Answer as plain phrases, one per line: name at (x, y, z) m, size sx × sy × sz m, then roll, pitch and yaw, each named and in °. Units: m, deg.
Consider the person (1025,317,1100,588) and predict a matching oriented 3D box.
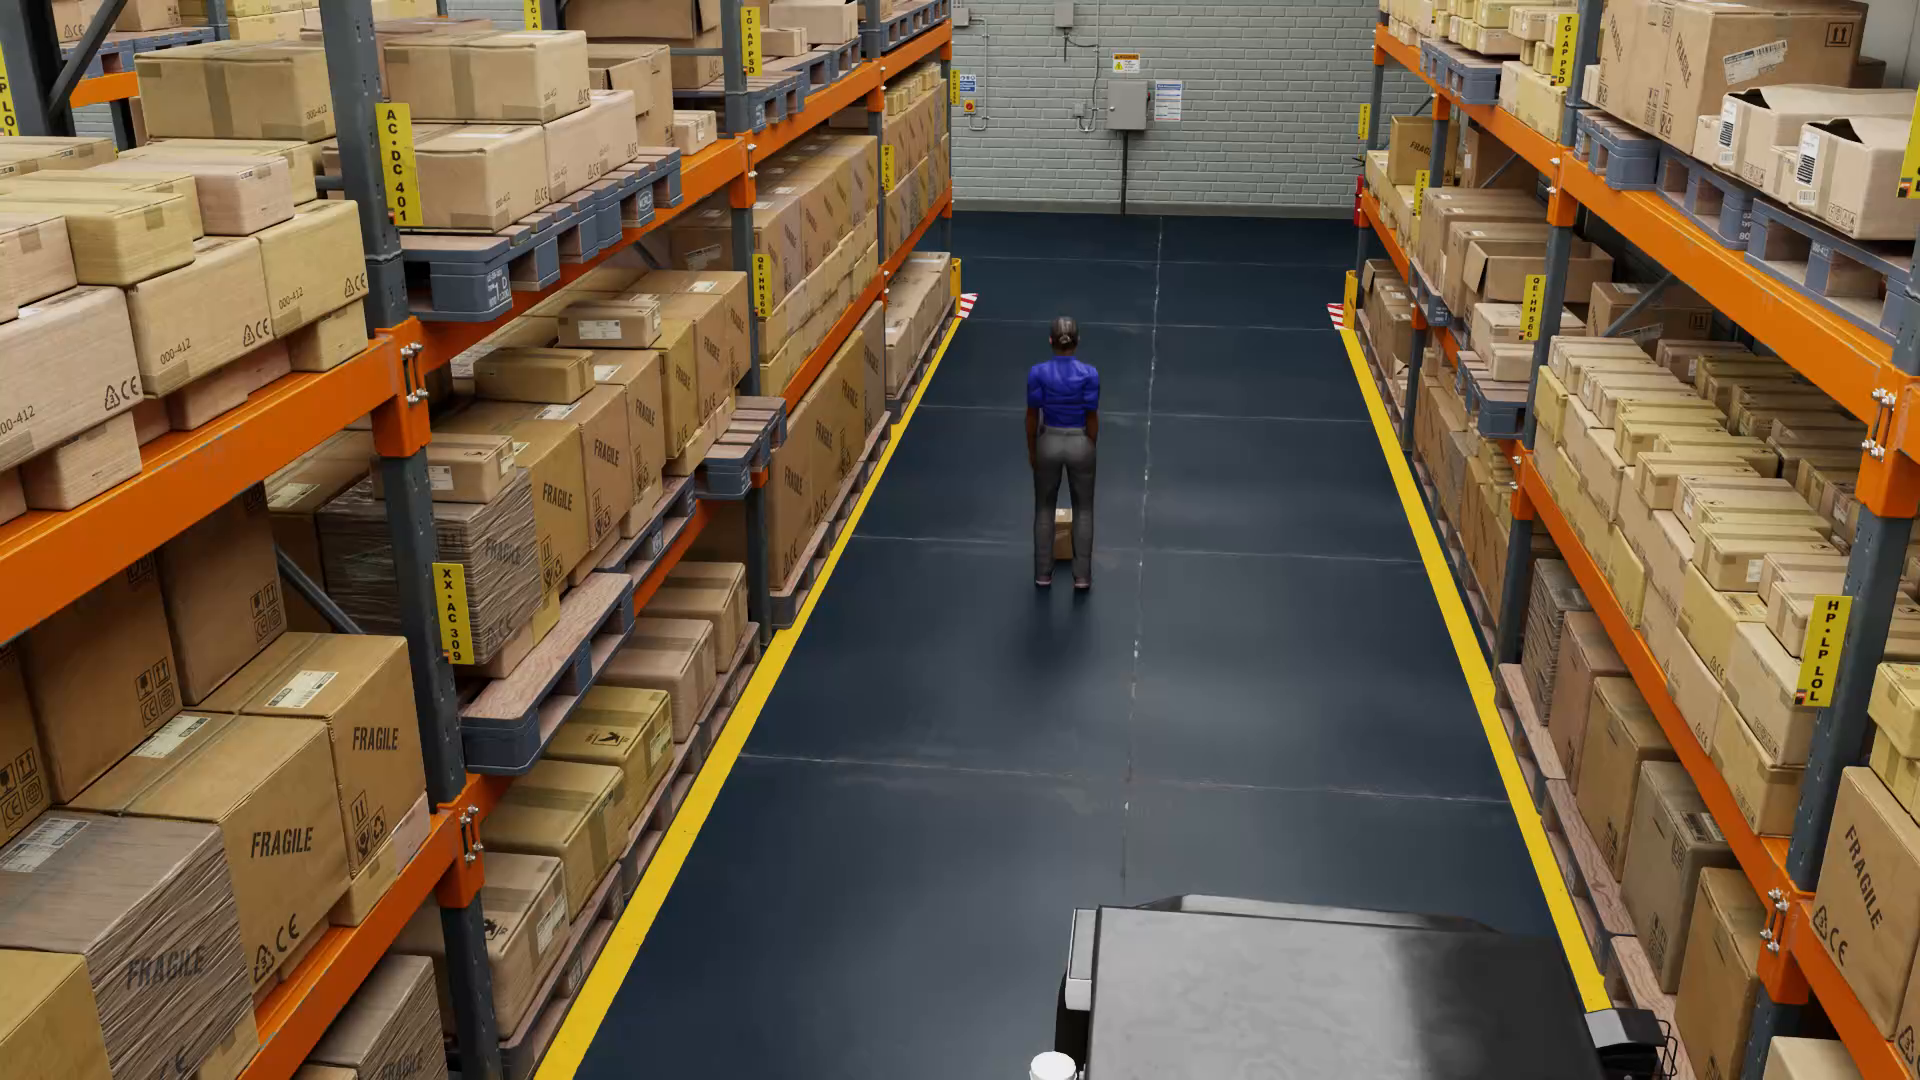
person at (0.608, -0.513, 9.934) m, size 0.440 × 1.658 × 0.305 m, roll 3°, pitch 21°, yaw 7°
